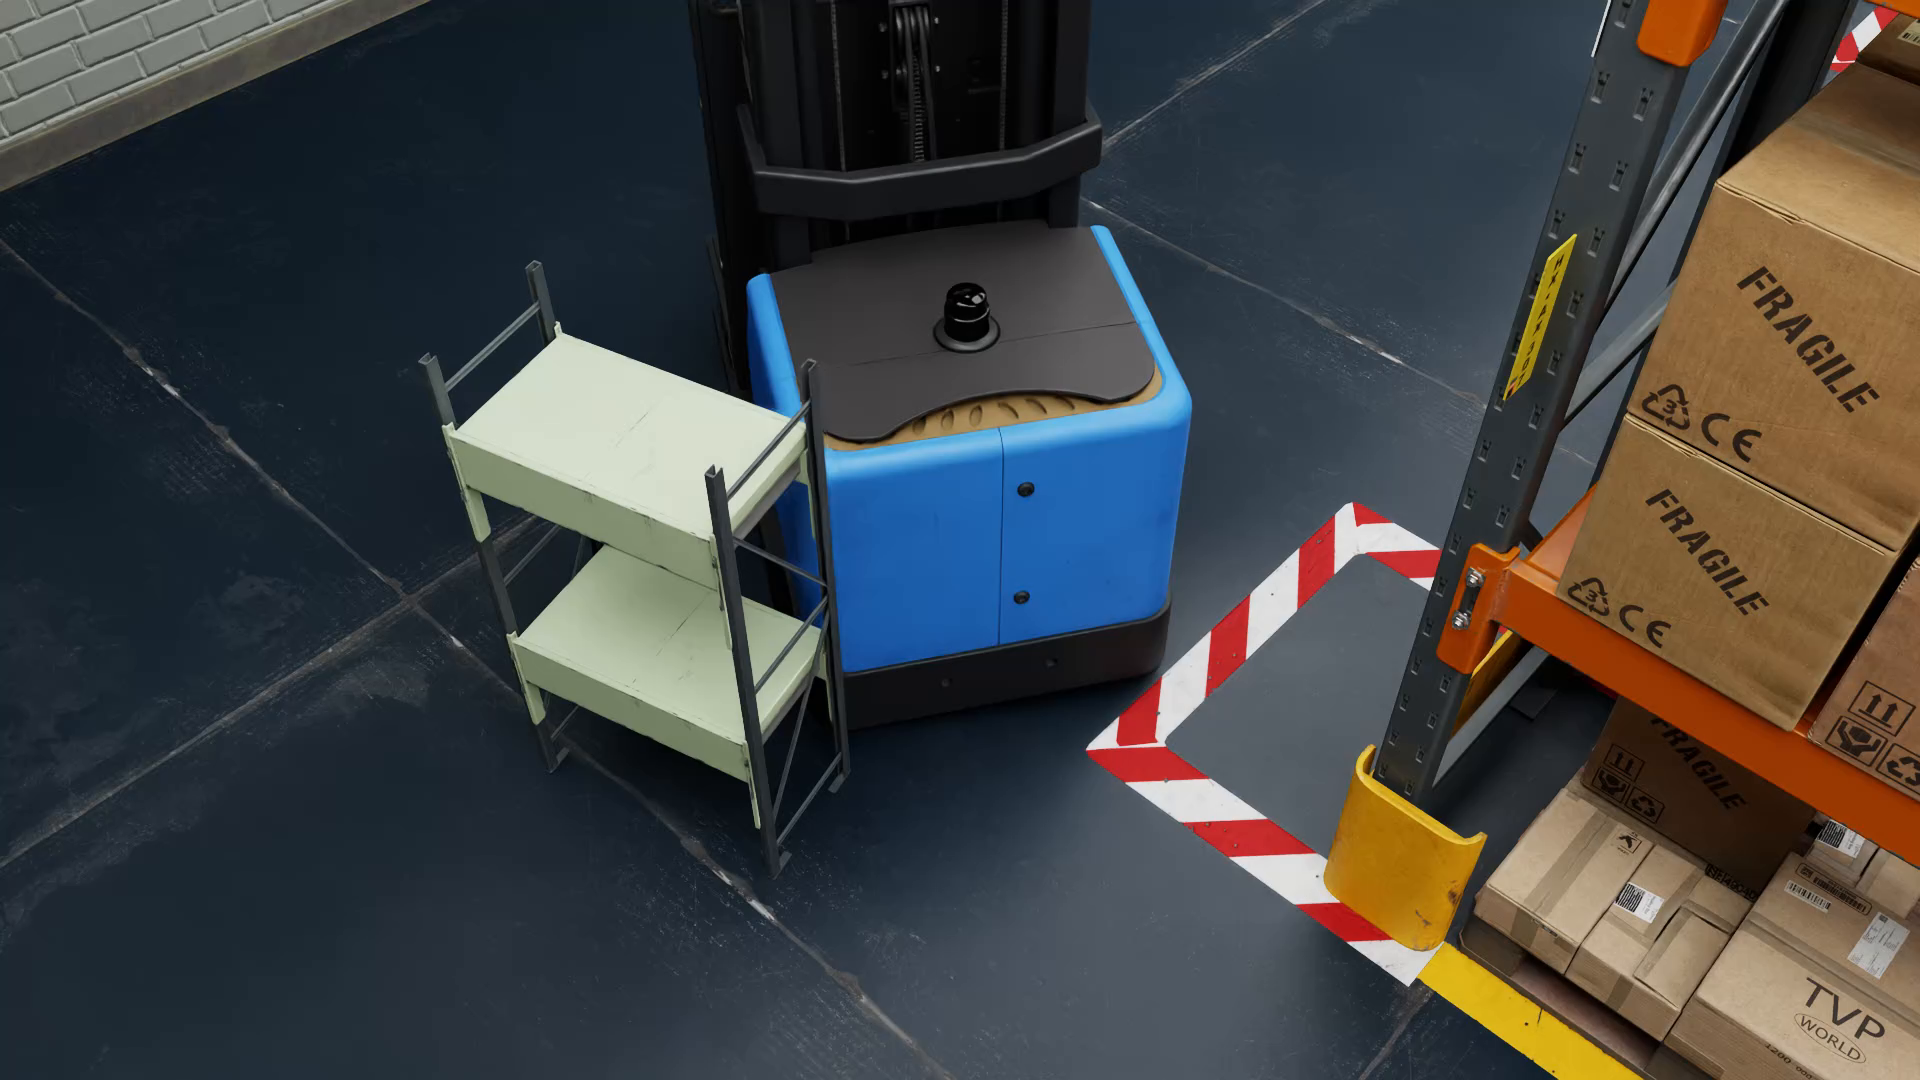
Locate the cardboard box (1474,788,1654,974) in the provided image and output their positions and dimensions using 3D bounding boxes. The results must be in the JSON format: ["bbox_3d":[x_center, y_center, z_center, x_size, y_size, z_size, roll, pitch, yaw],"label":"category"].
[{"bbox_3d":[1.477,0.829,4.068,0.250,0.149,0.380,34,55,28],"label":"cardboard box"}]

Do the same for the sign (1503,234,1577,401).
[{"bbox_3d":[1.034,-0.393,2.968,0.005,0.325,0.100,34,55,28],"label":"sign"}]

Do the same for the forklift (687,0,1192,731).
[{"bbox_3d":[-0.243,-1.567,4.711,1.130,2.935,3.031,-10,48,-9],"label":"forklift"}]

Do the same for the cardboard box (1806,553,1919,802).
[{"bbox_3d":[1.932,0.191,2.945,0.500,0.500,0.500,33,55,27],"label":"cardboard box"}]

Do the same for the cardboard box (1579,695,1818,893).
[{"bbox_3d":[1.969,0.454,4.179,0.500,0.500,0.500,34,55,28],"label":"cardboard box"}]

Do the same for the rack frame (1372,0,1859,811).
[{"bbox_3d":[1.402,-0.388,3.556,0.127,3.000,1.000,34,55,28],"label":"rack frame"}]

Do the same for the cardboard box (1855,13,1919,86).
[{"bbox_3d":[1.916,-0.691,3.087,0.500,0.500,0.500,33,55,27],"label":"cardboard box"}]

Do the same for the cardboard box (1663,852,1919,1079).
[{"bbox_3d":[1.977,1.071,3.771,0.500,0.250,0.500,34,55,28],"label":"cardboard box"}]

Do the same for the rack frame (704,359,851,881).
[{"bbox_3d":[-0.408,0.257,3.980,0.023,1.500,0.400,21,50,19],"label":"rack frame"}]

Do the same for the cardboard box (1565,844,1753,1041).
[{"bbox_3d":[1.661,0.946,3.946,0.250,0.166,0.380,34,55,28],"label":"cardboard box"}]

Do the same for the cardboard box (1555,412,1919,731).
[{"bbox_3d":[1.549,-0.061,3.181,0.500,0.500,0.500,35,56,28],"label":"cardboard box"}]

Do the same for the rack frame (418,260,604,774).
[{"bbox_3d":[-1.055,0.008,4.214,0.023,1.500,0.400,21,50,19],"label":"rack frame"}]

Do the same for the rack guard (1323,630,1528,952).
[{"bbox_3d":[1.458,0.505,4.432,0.348,0.500,1.175,34,55,28],"label":"rack guard"}]

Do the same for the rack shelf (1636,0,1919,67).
[{"bbox_3d":[2.872,-0.179,1.797,4.000,0.370,1.077,34,55,28],"label":"rack shelf"}]

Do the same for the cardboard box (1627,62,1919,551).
[{"bbox_3d":[1.549,-0.404,2.817,0.500,0.500,0.500,36,56,29],"label":"cardboard box"}]

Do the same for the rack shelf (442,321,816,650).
[{"bbox_3d":[-0.731,-0.135,3.812,0.720,0.370,0.431,21,50,19],"label":"rack shelf"}]

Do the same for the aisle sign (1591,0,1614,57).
[{"bbox_3d":[1.153,-1.154,2.493,0.004,0.787,0.394,34,55,28],"label":"aisle sign"}]

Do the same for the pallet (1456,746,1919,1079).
[{"bbox_3d":[2.045,0.998,4.168,1.213,0.211,1.003,34,55,28],"label":"pallet"}]

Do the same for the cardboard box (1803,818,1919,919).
[{"bbox_3d":[2.205,0.817,4.067,0.250,0.166,0.380,34,55,28],"label":"cardboard box"}]

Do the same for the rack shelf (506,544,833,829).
[{"bbox_3d":[-0.731,0.356,4.335,0.720,0.370,0.431,21,50,19],"label":"rack shelf"}]

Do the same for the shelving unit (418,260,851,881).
[{"bbox_3d":[-0.731,0.132,4.097,0.755,1.500,0.431,21,50,19],"label":"shelving unit"}]

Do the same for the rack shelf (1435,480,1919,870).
[{"bbox_3d":[2.872,0.847,2.890,4.000,0.370,1.077,34,55,28],"label":"rack shelf"}]
